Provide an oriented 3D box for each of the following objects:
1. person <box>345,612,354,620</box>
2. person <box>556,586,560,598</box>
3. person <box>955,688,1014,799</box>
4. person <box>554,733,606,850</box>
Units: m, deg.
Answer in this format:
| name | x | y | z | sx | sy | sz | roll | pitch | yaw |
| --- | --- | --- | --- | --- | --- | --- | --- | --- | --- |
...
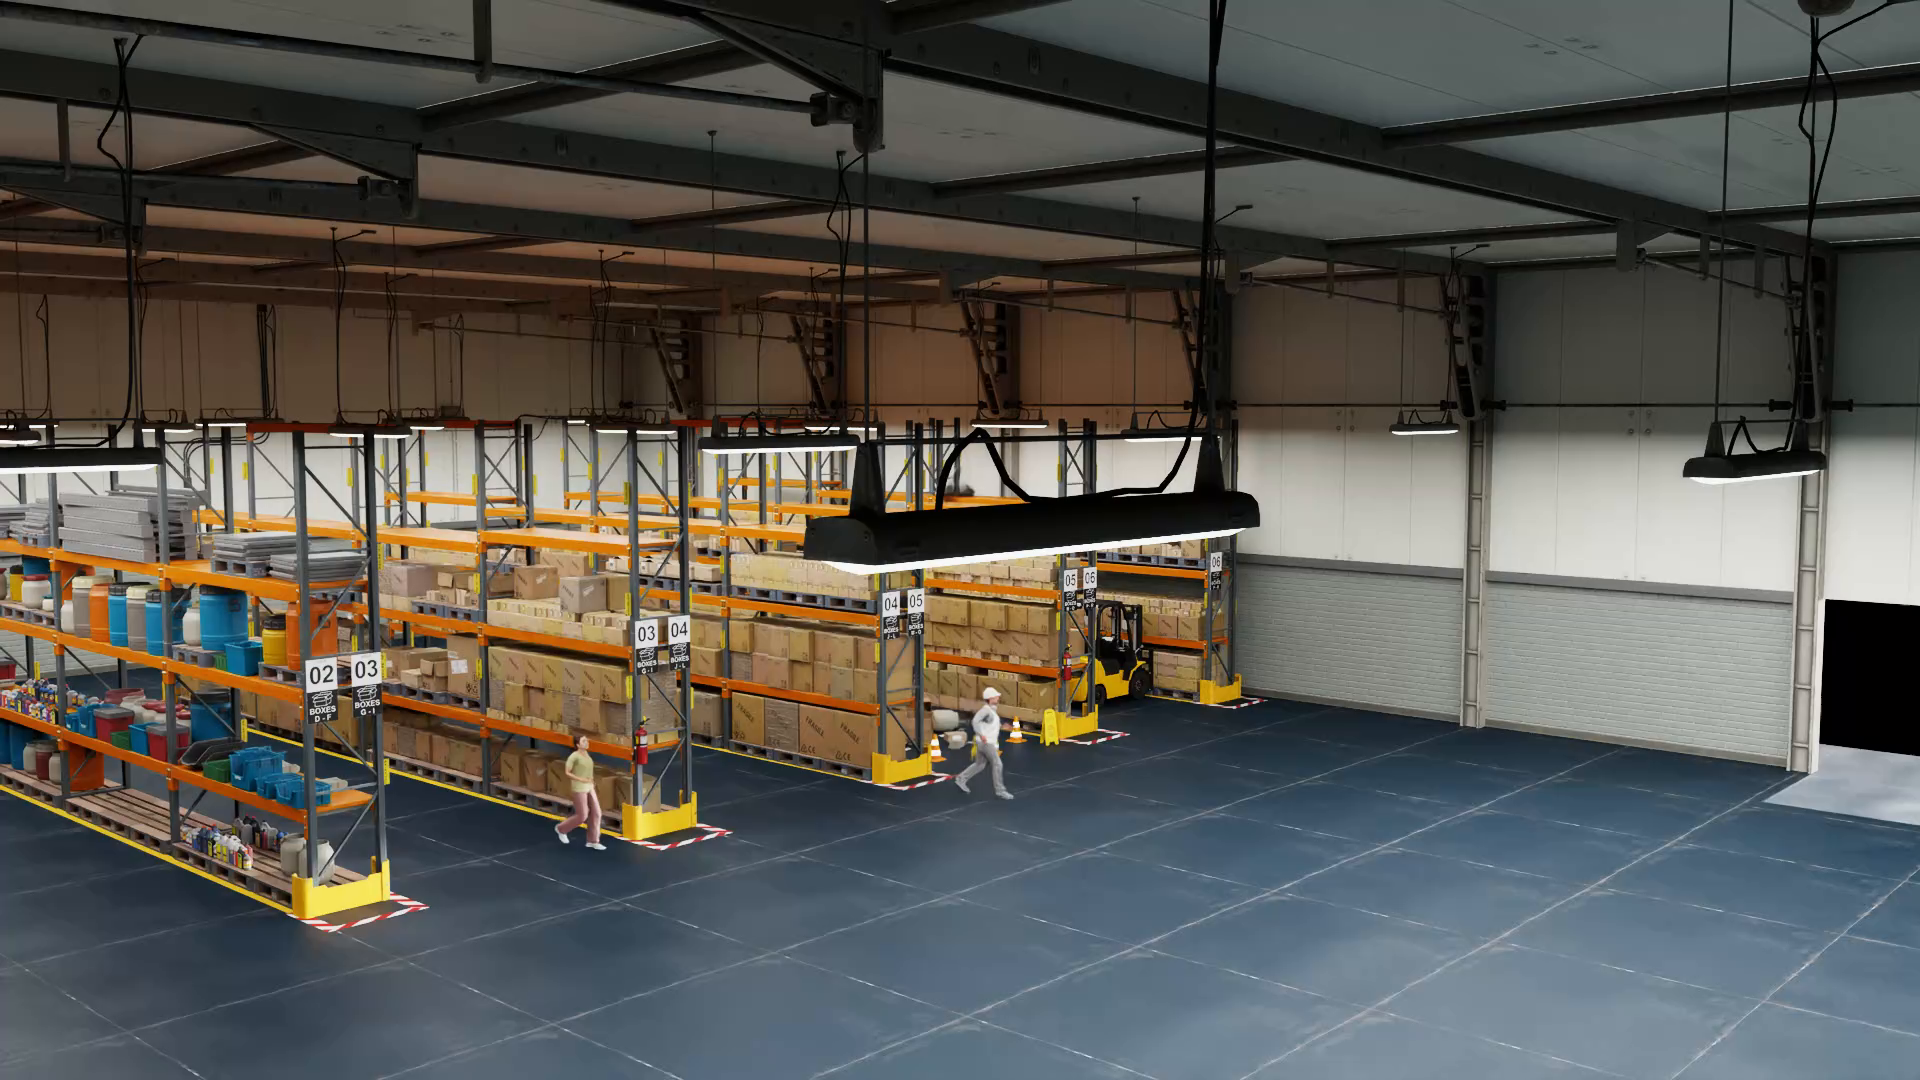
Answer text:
| name | x | y | z | sx | sy | sz | roll | pitch | yaw |
| --- | --- | --- | --- | --- | --- | --- | --- | --- | --- |
| person | -14.253 | 2.317 | 39.168 | 0.788 | 1.767 | 0.790 | 2 | 5 | 28 |
| person | -10.458 | 1.878 | 43.623 | 0.741 | 1.763 | 0.688 | -1 | 5 | -17 |
| person | 0.399 | 3.259 | 26.765 | 0.940 | 1.784 | 0.623 | 0 | 5 | 2 |
| person | -5.410 | 3.578 | 23.661 | 0.765 | 1.671 | 0.587 | 2 | 5 | 21 |
